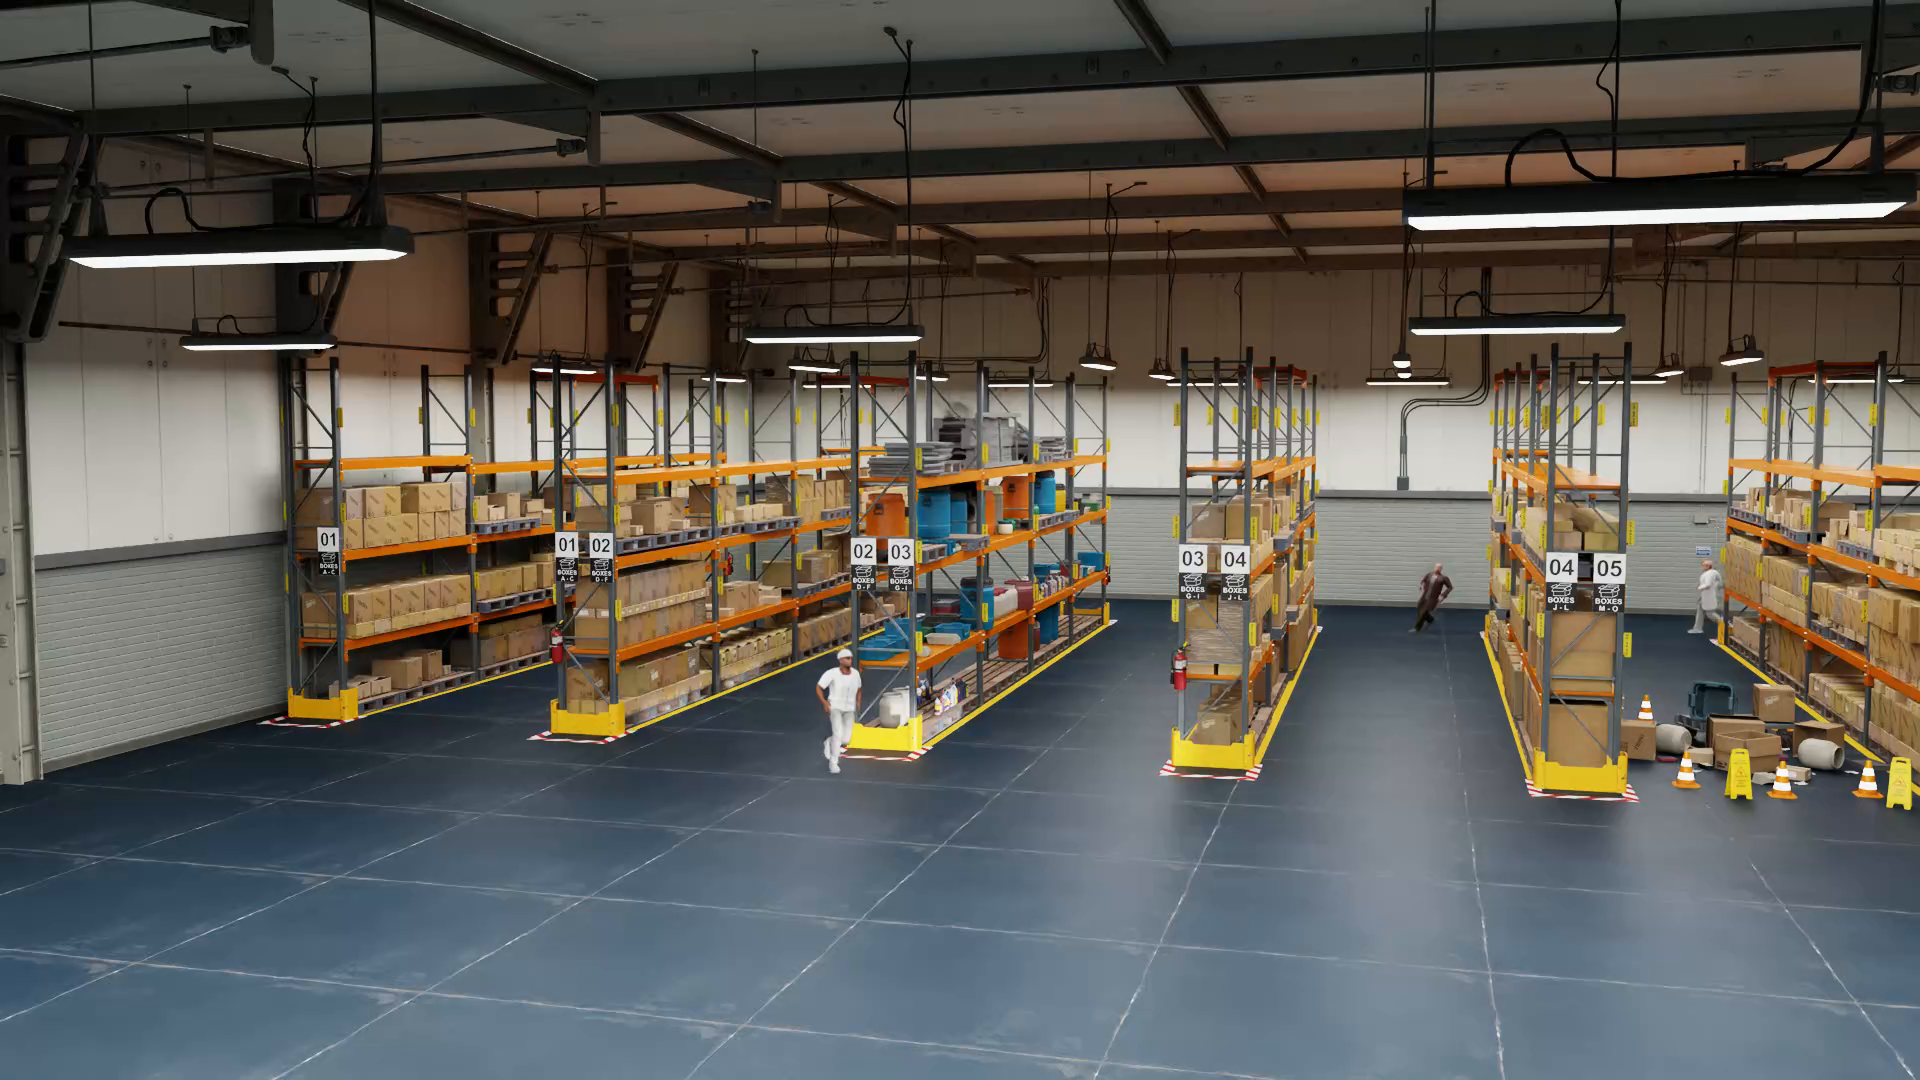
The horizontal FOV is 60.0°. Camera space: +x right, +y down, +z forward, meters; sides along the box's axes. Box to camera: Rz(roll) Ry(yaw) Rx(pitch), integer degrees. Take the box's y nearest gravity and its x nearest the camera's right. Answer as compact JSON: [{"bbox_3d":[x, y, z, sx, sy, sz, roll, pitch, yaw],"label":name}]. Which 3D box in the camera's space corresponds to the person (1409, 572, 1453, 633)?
[{"bbox_3d":[10.970,1.454,38.622,0.731,1.456,0.794,-3,5,-33],"label":"person"}]

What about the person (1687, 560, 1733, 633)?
[{"bbox_3d":[17.142,1.331,38.049,1.011,1.737,0.739,3,5,34],"label":"person"}]

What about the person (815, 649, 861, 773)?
[{"bbox_3d":[-1.718,2.416,23.788,0.740,1.722,0.654,-3,5,-31],"label":"person"}]
